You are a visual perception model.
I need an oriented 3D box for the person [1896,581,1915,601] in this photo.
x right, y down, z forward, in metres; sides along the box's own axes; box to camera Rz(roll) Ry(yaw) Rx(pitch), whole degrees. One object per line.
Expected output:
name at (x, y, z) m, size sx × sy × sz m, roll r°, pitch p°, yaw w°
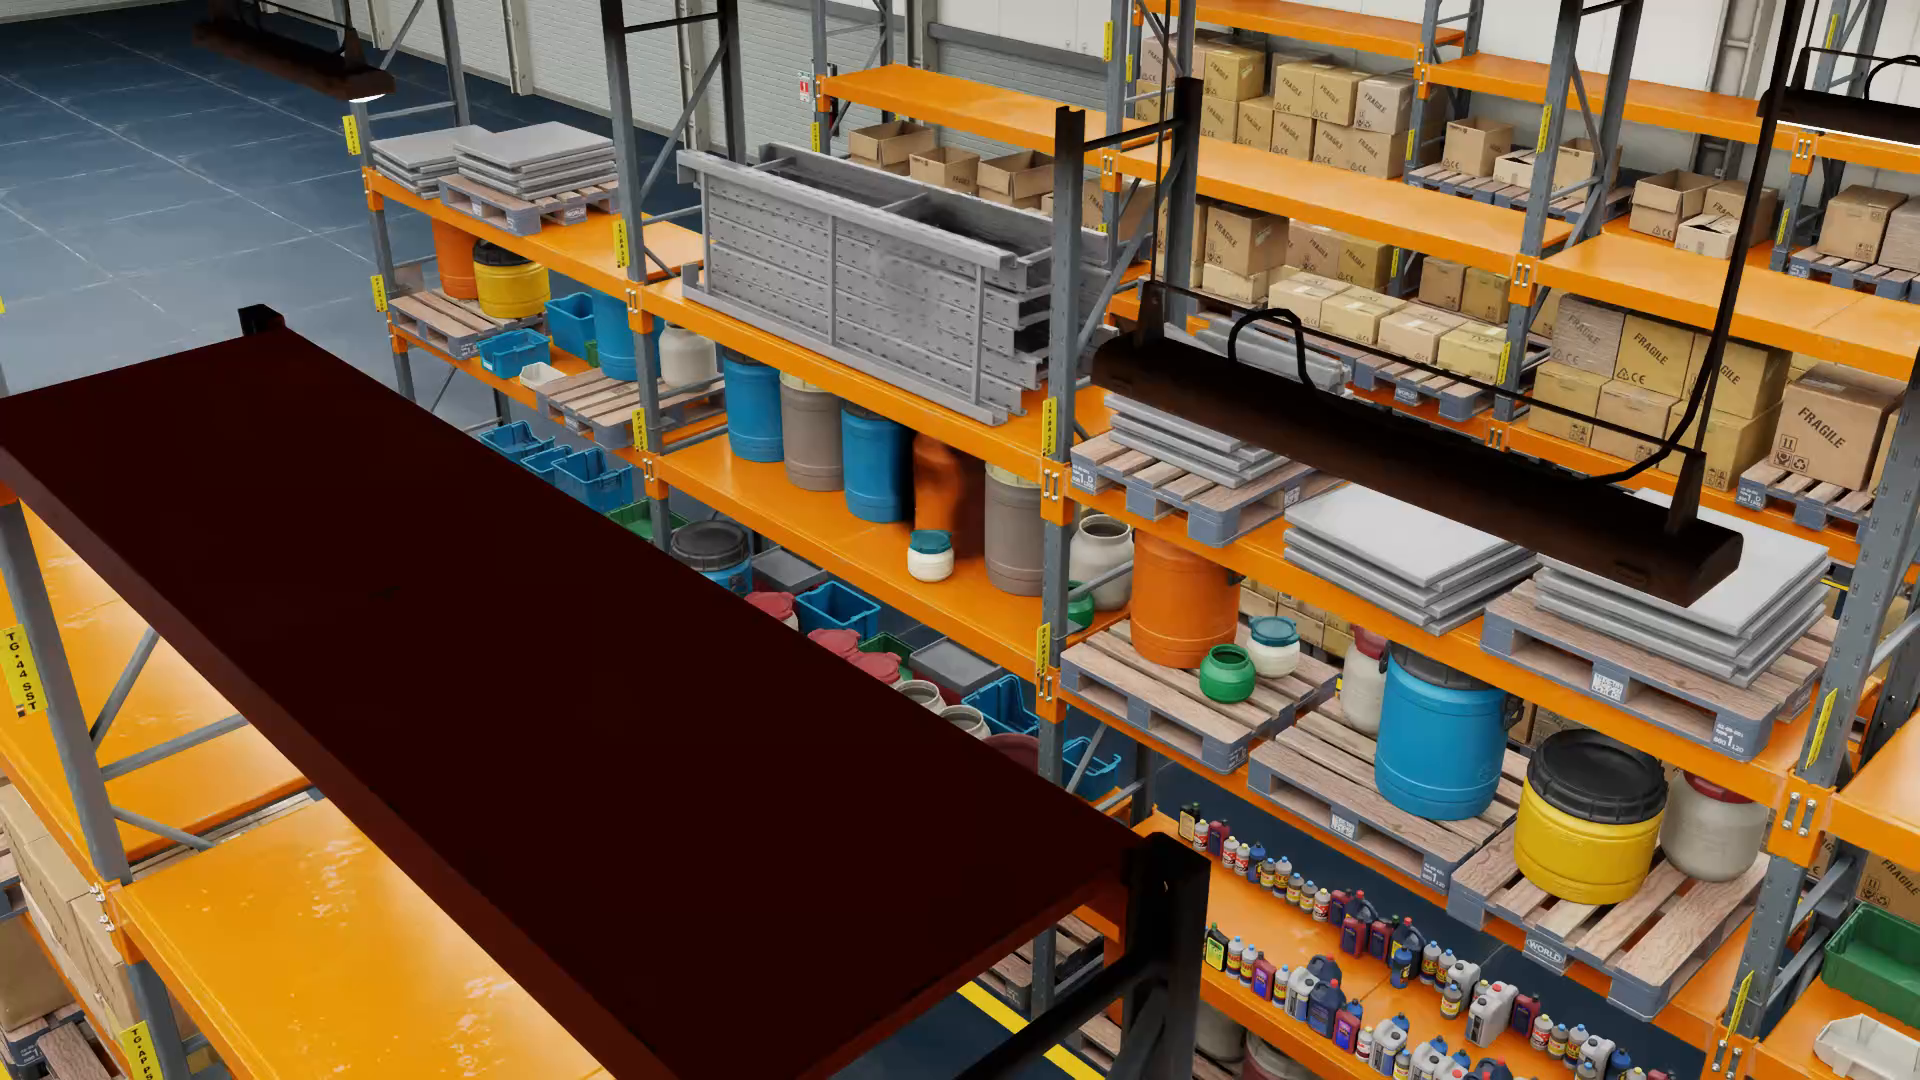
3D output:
person at (8.089, 0.456, 14.164) m, size 0.721 × 1.815 × 0.645 m, roll 16°, pitch 32°, yaw 27°
